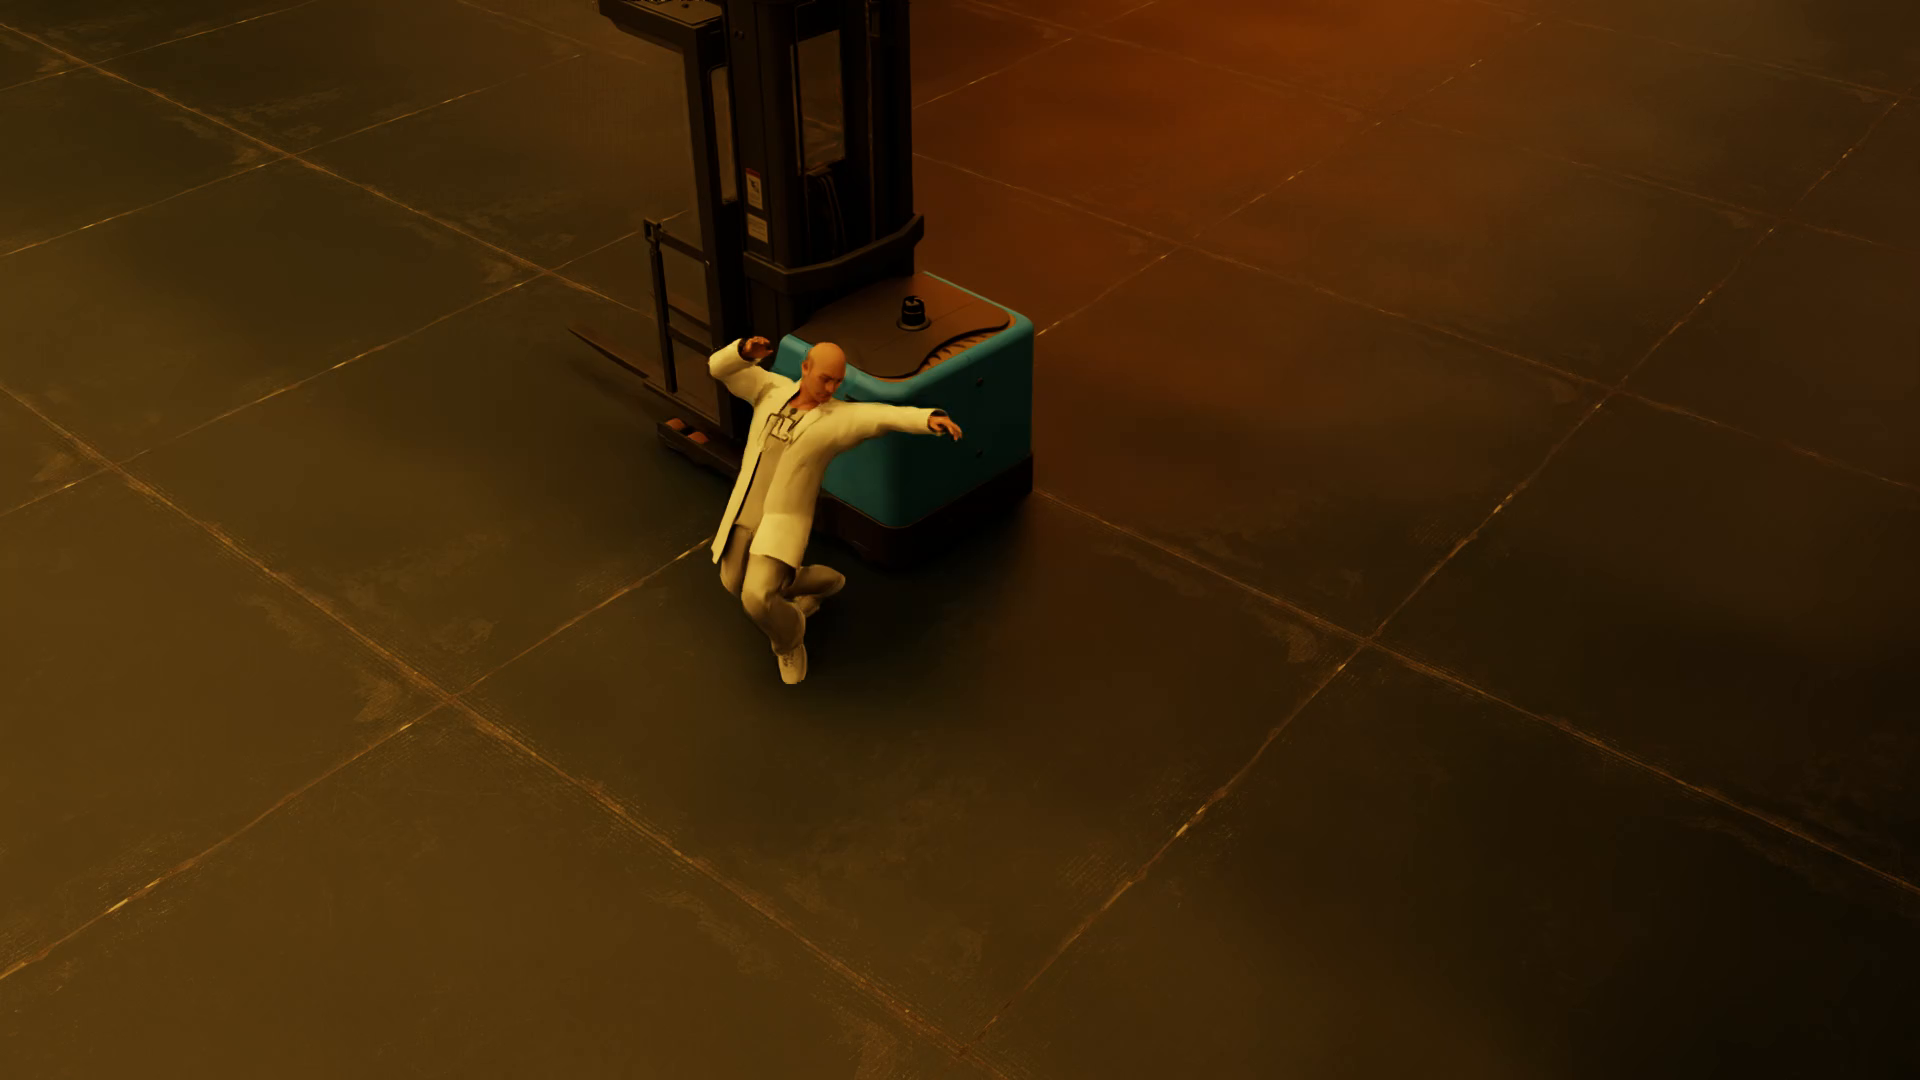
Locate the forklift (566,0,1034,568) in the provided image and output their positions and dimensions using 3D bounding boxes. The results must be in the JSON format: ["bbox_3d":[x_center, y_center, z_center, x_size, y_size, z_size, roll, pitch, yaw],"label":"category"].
[{"bbox_3d":[-1.026,-1.804,8.499,3.031,2.935,1.130,30,45,34],"label":"forklift"}]

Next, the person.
[{"bbox_3d":[-0.620,-0.101,7.267,1.164,1.696,0.847,24,42,29],"label":"person"}]
